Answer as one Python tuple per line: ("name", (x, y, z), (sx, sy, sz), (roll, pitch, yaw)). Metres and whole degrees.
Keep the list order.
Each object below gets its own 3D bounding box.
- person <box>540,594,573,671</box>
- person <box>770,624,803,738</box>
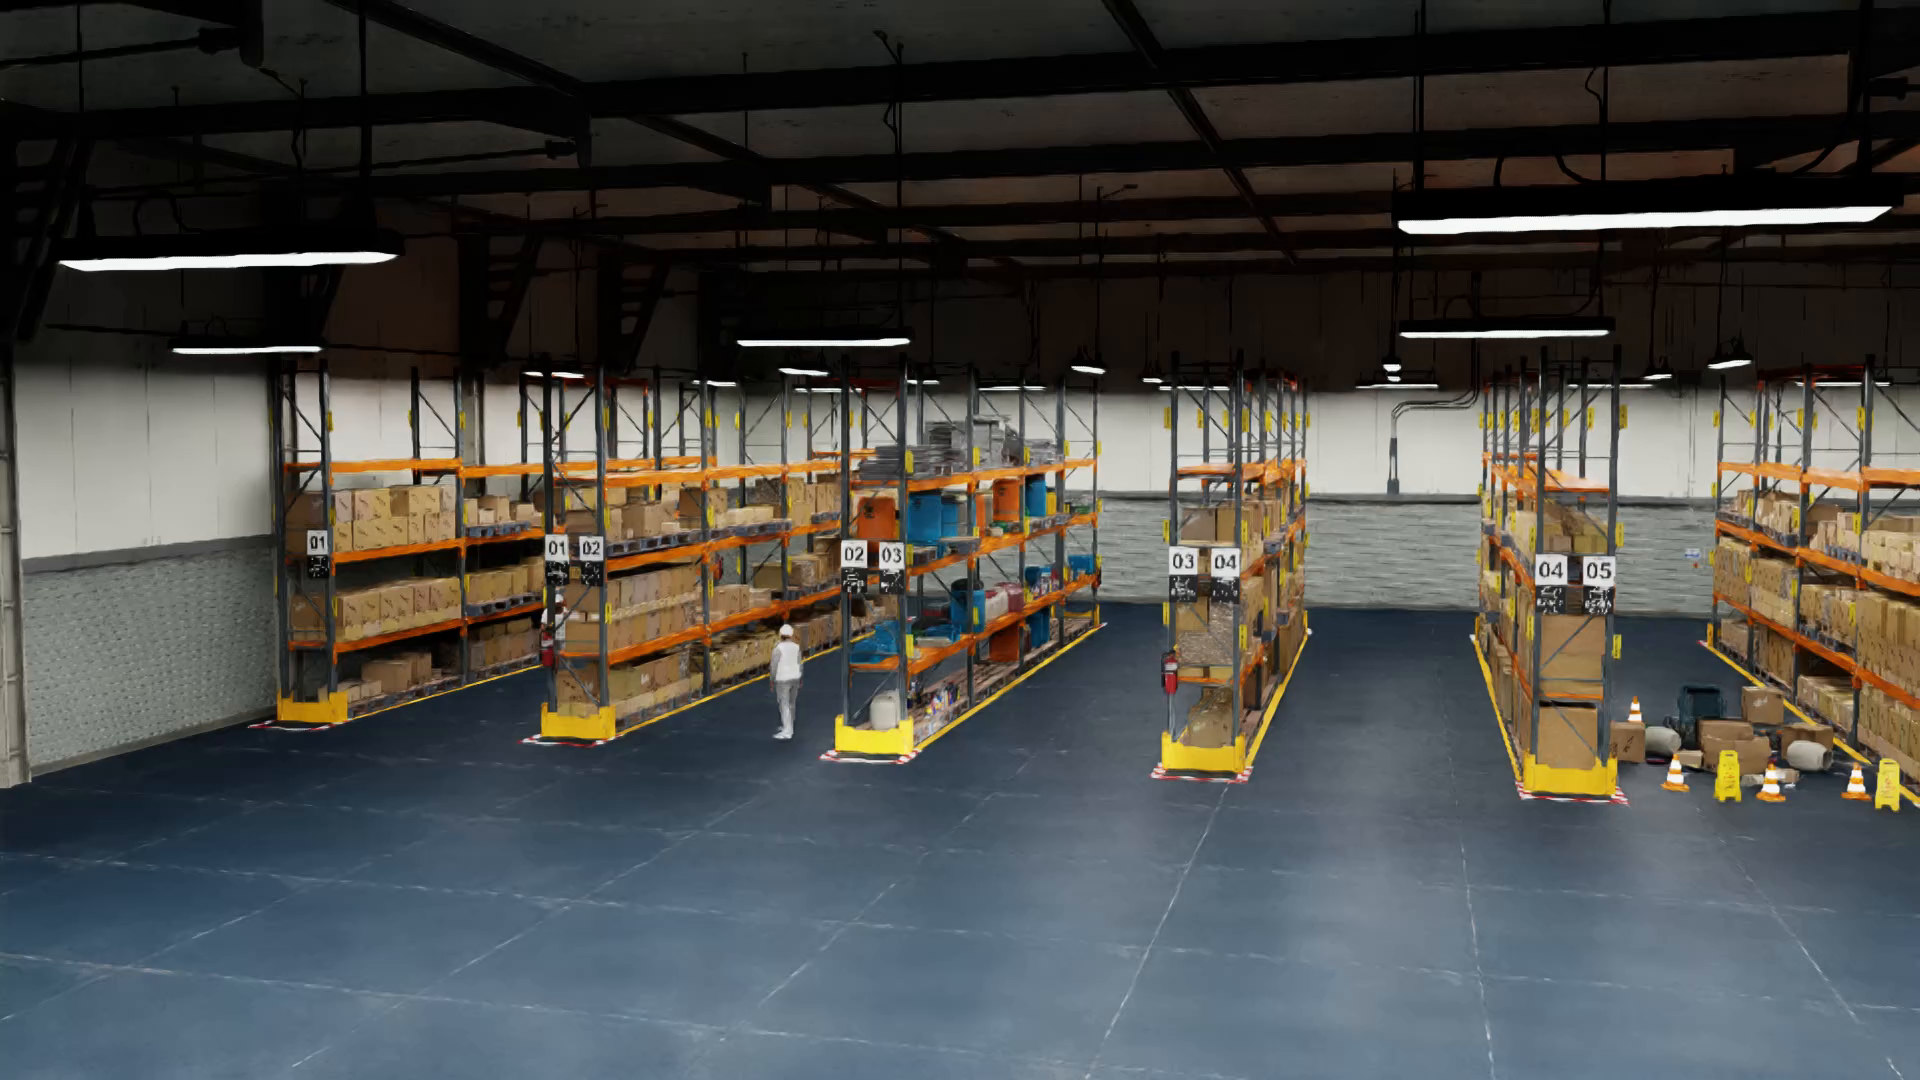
("person", (-7.646, 1.862, 31.790), (0.710, 1.703, 0.836), (0, 4, -1))
("person", (-2.762, 2.210, 26.324), (0.576, 1.768, 0.626), (4, 6, 43))
